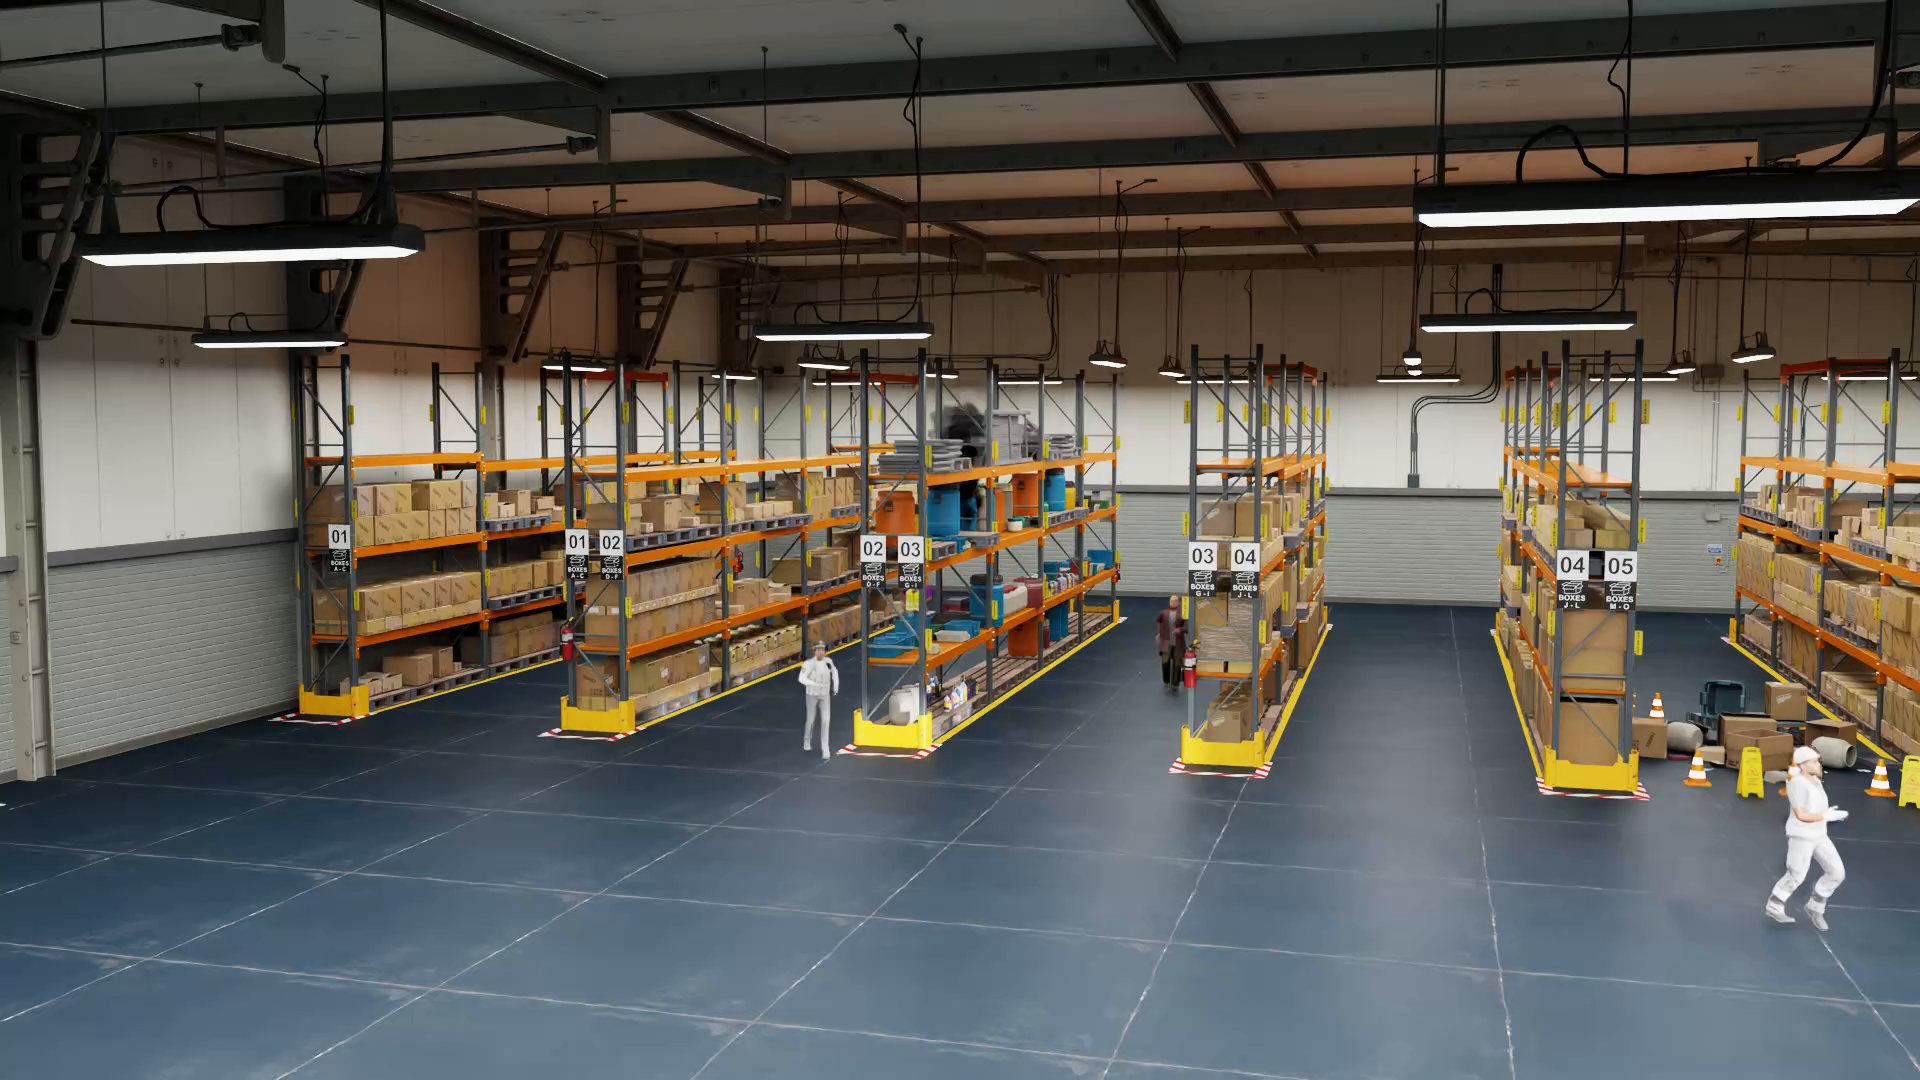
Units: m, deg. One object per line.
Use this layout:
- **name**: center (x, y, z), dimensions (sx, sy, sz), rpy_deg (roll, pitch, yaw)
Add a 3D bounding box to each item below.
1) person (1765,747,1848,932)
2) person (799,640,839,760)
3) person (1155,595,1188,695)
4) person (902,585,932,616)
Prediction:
- **person**: center (8.227, 2.907, 16.103), dimensions (0.645, 1.820, 0.734), rpy_deg (-3, 5, -37)
- **person**: center (-2.079, 2.325, 24.503), dimensions (0.632, 1.750, 0.752), rpy_deg (-1, 5, -18)
- **person**: center (3.813, 1.885, 29.833), dimensions (0.683, 1.783, 0.748), rpy_deg (1, 4, 11)
- **person**: center (-0.920, 1.521, 34.784), dimensions (0.682, 1.828, 0.702), rpy_deg (1, 4, 9)
